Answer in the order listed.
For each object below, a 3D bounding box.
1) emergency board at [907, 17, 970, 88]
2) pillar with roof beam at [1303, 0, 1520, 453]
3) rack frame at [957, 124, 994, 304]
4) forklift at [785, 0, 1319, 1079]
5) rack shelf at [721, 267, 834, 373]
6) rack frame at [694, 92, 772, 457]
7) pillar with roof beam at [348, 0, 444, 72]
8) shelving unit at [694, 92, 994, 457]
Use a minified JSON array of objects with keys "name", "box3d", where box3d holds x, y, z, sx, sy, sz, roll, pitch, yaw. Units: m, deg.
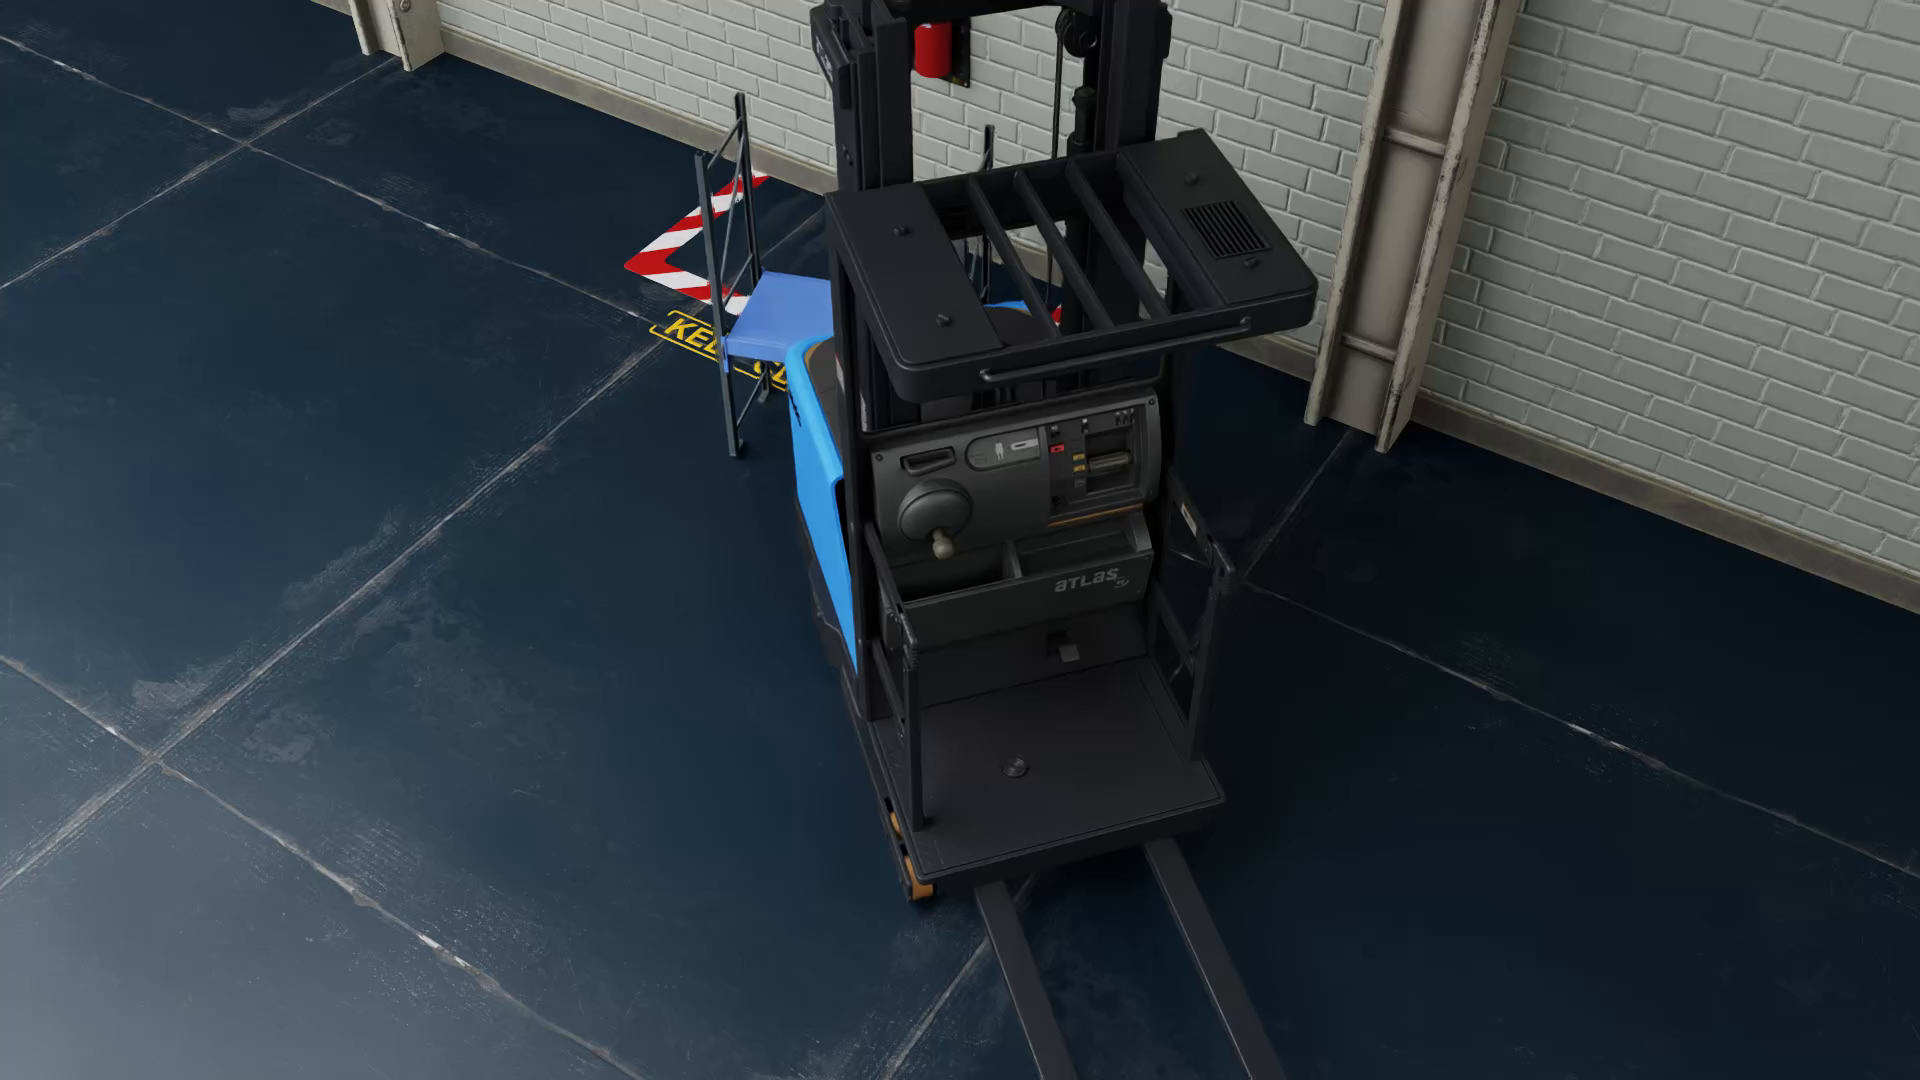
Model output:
[{"name":"emergency board","box3d":[-0.265,-2.574,7.382,0.643,1.169,0.194,25,51,22]},{"name":"pillar with roof beam","box3d":[-0.529,-1.086,1.753,0.400,9.000,9.100,25,51,22]},{"name":"rack frame","box3d":[0.055,-0.905,6.795,0.032,1.500,0.500,10,45,9]},{"name":"forklift","box3d":[0.248,-0.105,5.030,1.130,2.935,3.031,-12,47,-12]},{"name":"rack shelf","box3d":[-0.440,-0.860,7.003,1.000,0.185,0.538,10,45,9]},{"name":"rack frame","box3d":[-0.934,-1.074,6.959,0.032,1.500,0.500,10,45,9]},{"name":"pillar with roof beam","box3d":[-5.580,-3.409,4.010,0.400,9.000,9.100,25,51,22]},{"name":"shelving unit","box3d":[-0.439,-0.989,6.877,1.048,1.500,0.538,10,45,9]}]
